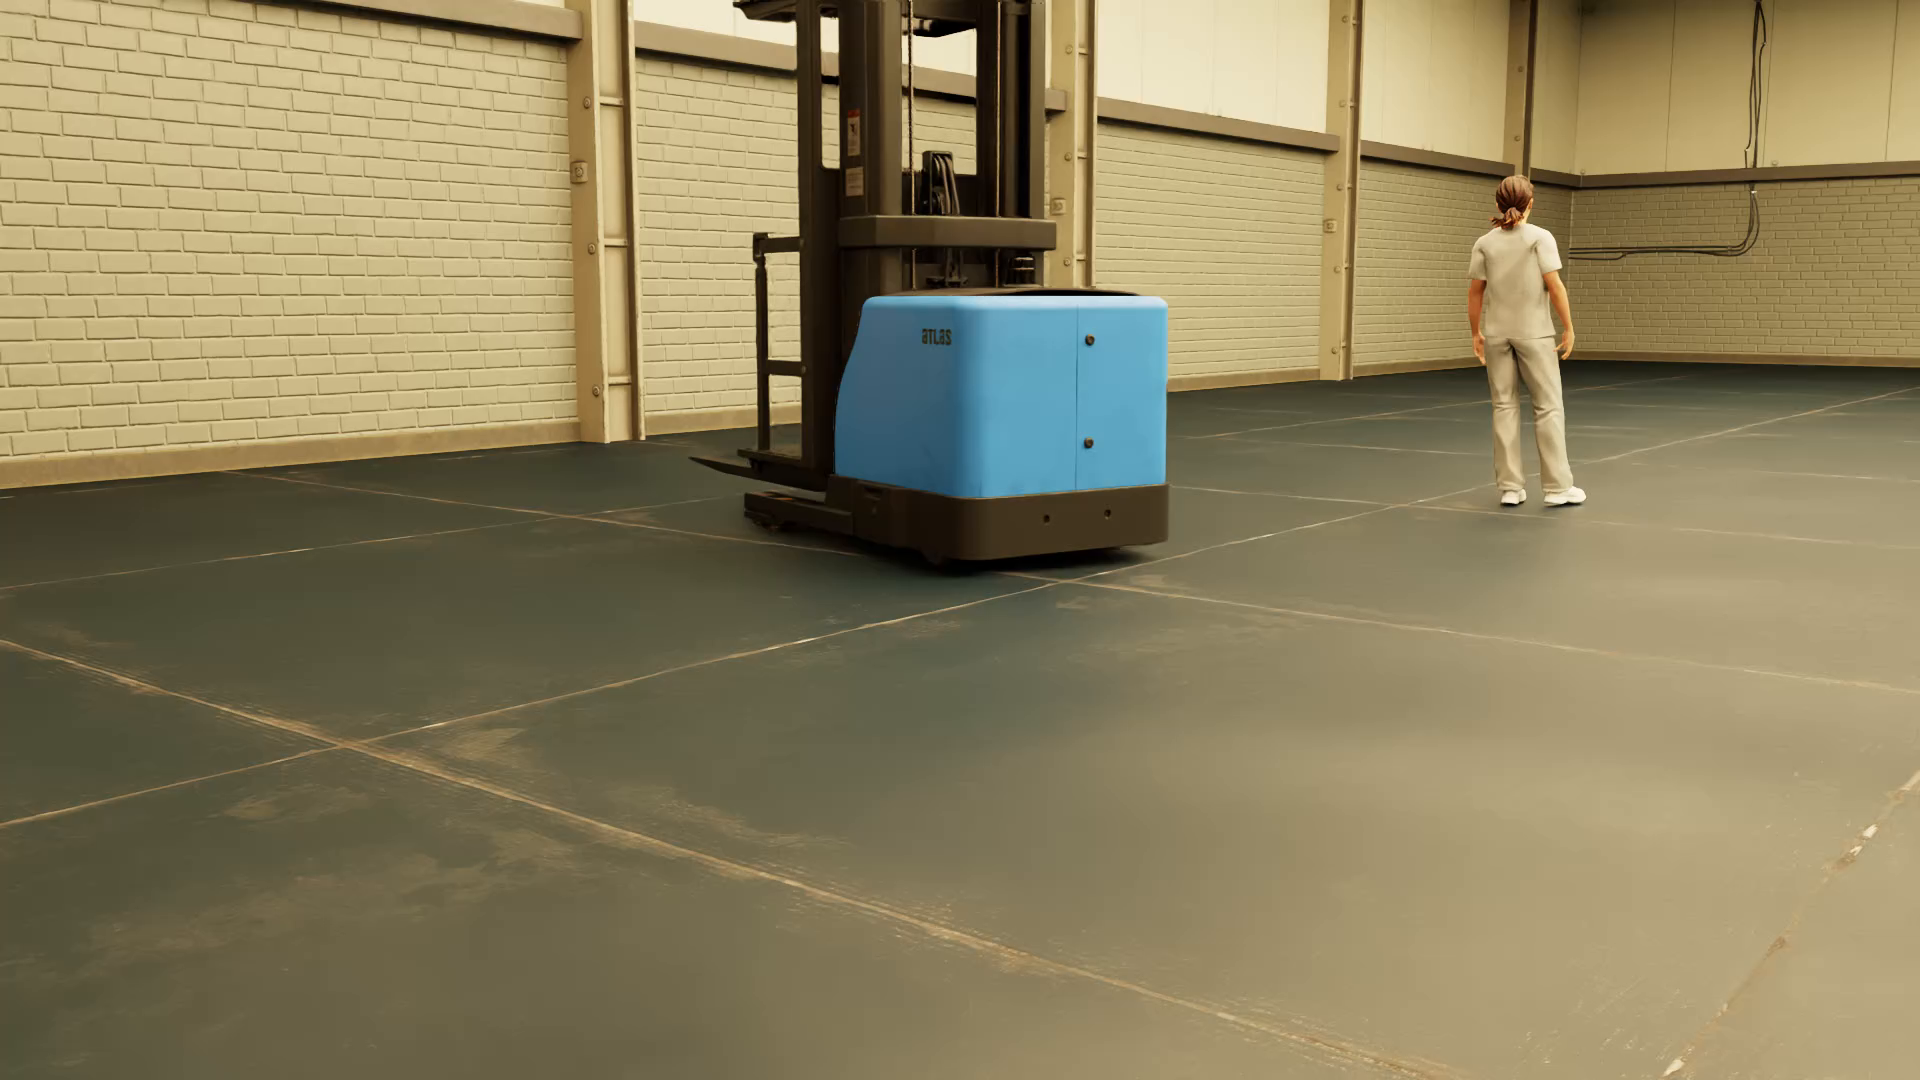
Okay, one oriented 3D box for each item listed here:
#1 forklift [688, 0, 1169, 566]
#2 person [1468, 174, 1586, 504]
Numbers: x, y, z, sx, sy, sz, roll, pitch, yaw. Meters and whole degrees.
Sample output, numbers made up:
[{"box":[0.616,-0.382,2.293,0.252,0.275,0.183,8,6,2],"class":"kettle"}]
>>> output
[{"box":[-0.357,-1.520,7.667,1.130,2.935,3.031,-5,10,-32],"class":"forklift"},{"box":[2.914,-1.025,8.574,0.550,1.676,0.550,7,11,39],"class":"person"}]
